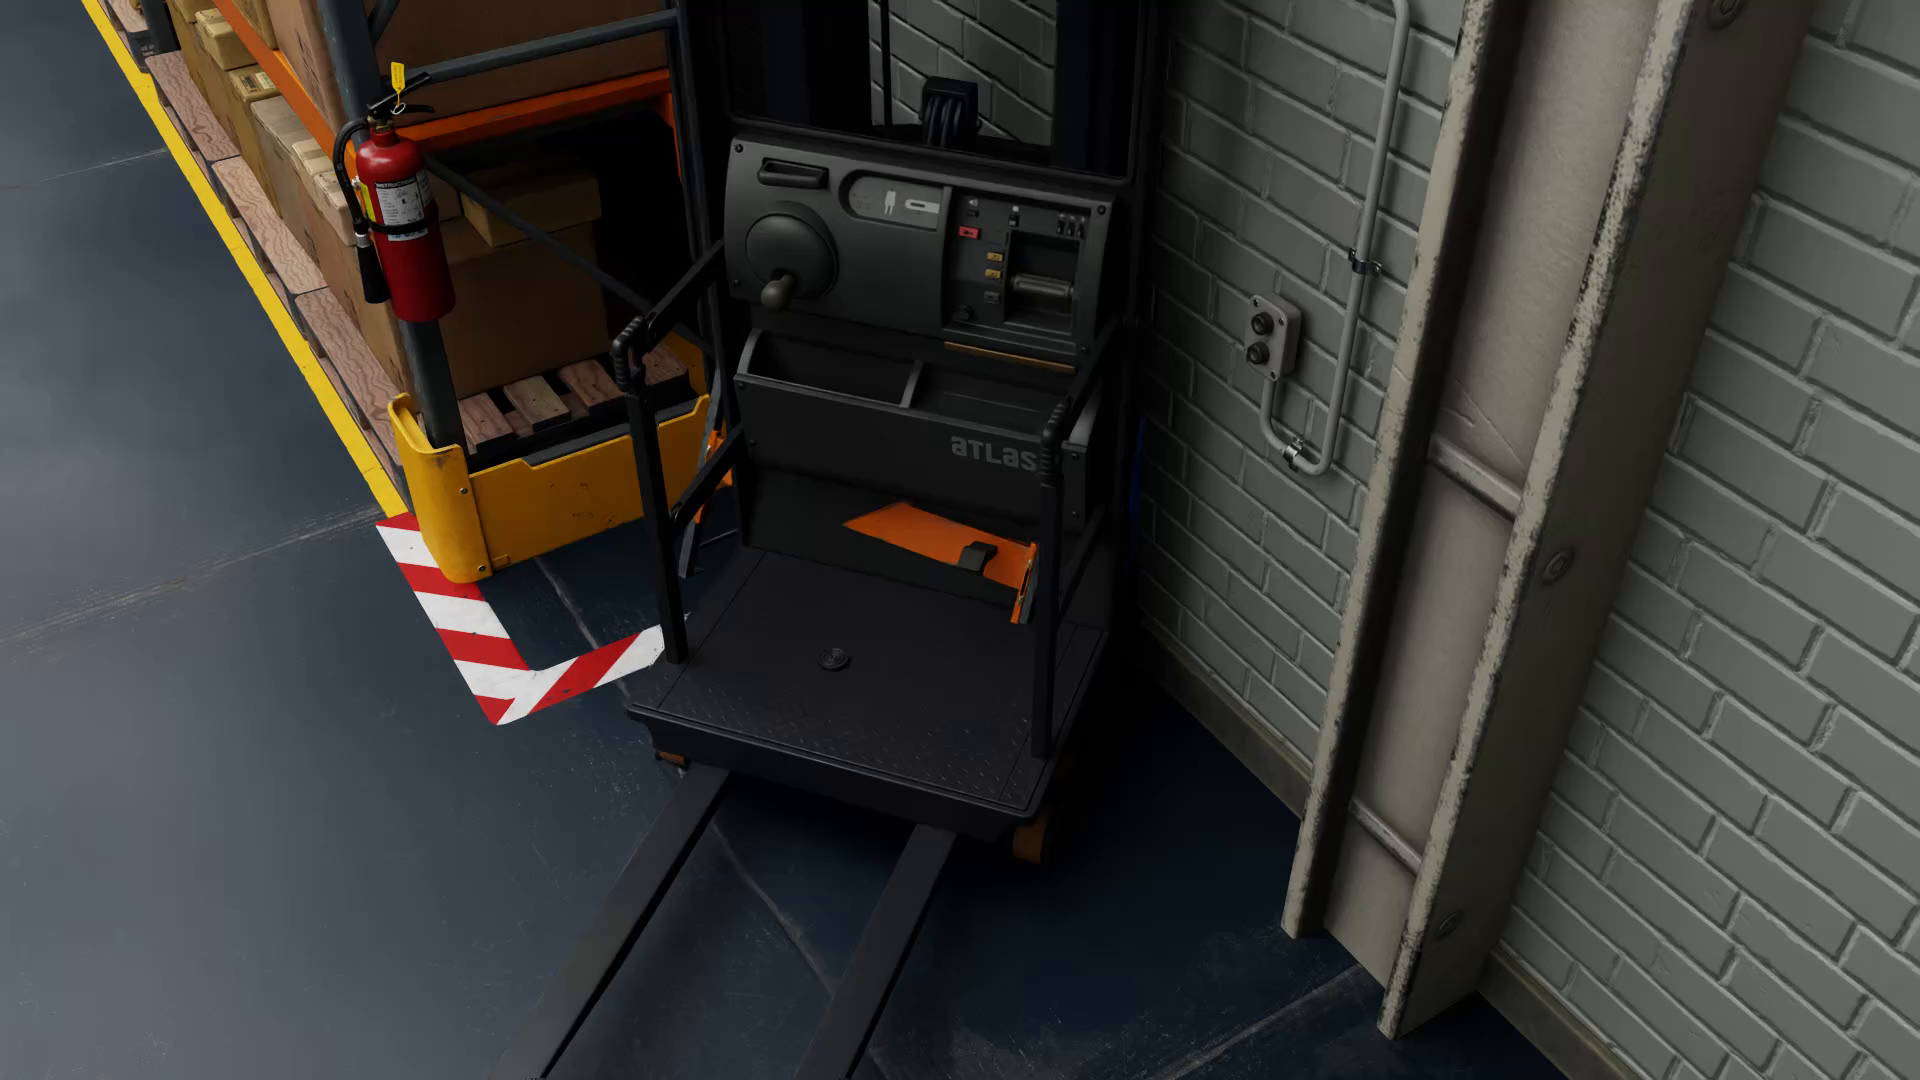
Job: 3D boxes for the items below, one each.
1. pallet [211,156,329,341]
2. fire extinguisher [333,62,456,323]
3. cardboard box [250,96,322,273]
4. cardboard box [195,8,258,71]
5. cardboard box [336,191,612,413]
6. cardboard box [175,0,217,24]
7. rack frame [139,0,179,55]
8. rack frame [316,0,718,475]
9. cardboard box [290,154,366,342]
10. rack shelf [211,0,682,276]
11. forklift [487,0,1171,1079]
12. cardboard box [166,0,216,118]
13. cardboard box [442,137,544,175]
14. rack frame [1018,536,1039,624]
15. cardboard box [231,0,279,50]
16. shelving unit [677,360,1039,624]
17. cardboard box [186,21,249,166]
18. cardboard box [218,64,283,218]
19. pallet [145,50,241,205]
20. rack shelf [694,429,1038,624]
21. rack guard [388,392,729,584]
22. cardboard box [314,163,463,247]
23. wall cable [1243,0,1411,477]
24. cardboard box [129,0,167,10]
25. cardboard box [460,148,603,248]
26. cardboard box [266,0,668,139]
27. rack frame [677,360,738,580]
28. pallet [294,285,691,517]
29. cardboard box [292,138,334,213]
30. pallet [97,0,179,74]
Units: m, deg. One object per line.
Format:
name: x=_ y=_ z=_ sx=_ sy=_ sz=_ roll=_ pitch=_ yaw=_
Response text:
pallet: x=-2.304 y=-1.300 z=6.645 sx=1.003 sy=0.211 sz=1.213 roll=-22 pitch=45 yaw=-24
fire extinguisher: x=-1.464 y=-0.895 z=4.333 sx=0.296 sy=0.674 sz=0.183 roll=-22 pitch=45 yaw=-24
cardboard box: x=-2.157 y=-1.394 z=6.204 sx=0.700 sy=0.500 sz=0.500 roll=-24 pitch=45 yaw=-26
cardboard box: x=-2.680 y=-1.949 z=6.364 sx=0.380 sy=0.149 sz=0.250 roll=-23 pitch=45 yaw=-26
cardboard box: x=-1.617 y=-0.853 z=5.555 sx=0.700 sy=0.500 sz=0.500 roll=-22 pitch=45 yaw=-24
cardboard box: x=-2.961 y=-2.231 z=6.702 sx=0.380 sy=0.149 sz=0.250 roll=-21 pitch=44 yaw=-23
rack frame: x=-3.307 y=-3.467 z=7.068 sx=1.000 sy=3.000 sz=0.127 roll=-22 pitch=45 yaw=-24
rack frame: x=-1.156 y=-1.308 z=4.477 sx=1.000 sy=3.000 sz=0.127 roll=-22 pitch=45 yaw=-24
cardboard box: x=-1.886 y=-1.123 z=5.879 sx=0.700 sy=0.500 sz=0.500 roll=-22 pitch=45 yaw=-25
rack shelf: x=-2.232 y=-2.111 z=6.003 sx=1.077 sy=0.370 sz=4.000 roll=-22 pitch=45 yaw=-24
forklift: x=-0.180 y=-0.600 z=3.680 sx=1.130 sy=2.935 sz=3.031 roll=13 pitch=41 yaw=15
cardboard box: x=-2.992 y=-2.229 z=7.207 sx=0.700 sy=0.500 sz=0.500 roll=-22 pitch=44 yaw=-24
cardboard box: x=-1.654 y=-1.377 z=5.677 sx=0.380 sy=0.149 sz=0.250 roll=-22 pitch=45 yaw=-24
rack frame: x=0.330 y=-0.138 z=4.543 sx=0.032 sy=1.125 sz=0.500 roll=20 pitch=19 yaw=17
cardboard box: x=-1.840 y=-2.084 z=5.174 sx=0.980 sy=0.700 sz=0.700 roll=-23 pitch=45 yaw=-25
shelving unit: x=-0.127 y=-0.301 z=4.693 sx=1.048 sy=1.125 sz=0.538 roll=20 pitch=19 yaw=17
cardboard box: x=-2.724 y=-1.957 z=6.880 sx=0.700 sy=0.500 sz=0.500 roll=-23 pitch=45 yaw=-25
cardboard box: x=-2.450 y=-1.679 z=6.547 sx=0.700 sy=0.500 sz=0.500 roll=-21 pitch=44 yaw=-23
pallet: x=-2.964 y=-1.959 z=7.436 sx=1.003 sy=0.211 sz=1.213 roll=-22 pitch=45 yaw=-24
rack shelf: x=-0.182 y=-0.075 z=4.769 sx=1.000 sy=0.278 sz=0.538 roll=20 pitch=19 yaw=17
rack guard: x=-1.144 y=-0.335 z=5.262 sx=1.175 sy=0.500 sz=0.348 roll=-22 pitch=45 yaw=-24
cardboard box: x=-1.840 y=-1.109 z=5.355 sx=0.380 sy=0.149 sz=0.250 roll=-23 pitch=45 yaw=-25
wall cable: x=0.330 y=-1.333 z=3.713 sx=0.084 sy=1.984 sz=1.851 roll=-22 pitch=45 yaw=-24
cardboard box: x=-3.766 y=-3.109 z=7.989 sx=0.750 sy=0.750 sz=0.750 roll=-22 pitch=44 yaw=-24
cardboard box: x=-1.381 y=-1.103 z=5.349 sx=0.380 sy=0.149 sz=0.250 roll=-22 pitch=45 yaw=-24
cardboard box: x=-1.439 y=-1.695 z=4.707 sx=0.980 sy=0.700 sz=0.700 roll=-20 pitch=44 yaw=-23
rack frame: x=-0.585 y=-0.463 z=4.844 sx=0.032 sy=1.125 sz=0.500 roll=20 pitch=19 yaw=17
pallet: x=-1.652 y=-0.642 z=5.855 sx=1.003 sy=0.211 sz=1.213 roll=-22 pitch=45 yaw=-24
cardboard box: x=-1.978 y=-1.246 z=5.520 sx=0.380 sy=0.149 sz=0.250 roll=-21 pitch=44 yaw=-23
pallet: x=-3.786 y=-2.787 z=8.429 sx=1.003 sy=0.211 sz=1.213 roll=-22 pitch=45 yaw=-24
